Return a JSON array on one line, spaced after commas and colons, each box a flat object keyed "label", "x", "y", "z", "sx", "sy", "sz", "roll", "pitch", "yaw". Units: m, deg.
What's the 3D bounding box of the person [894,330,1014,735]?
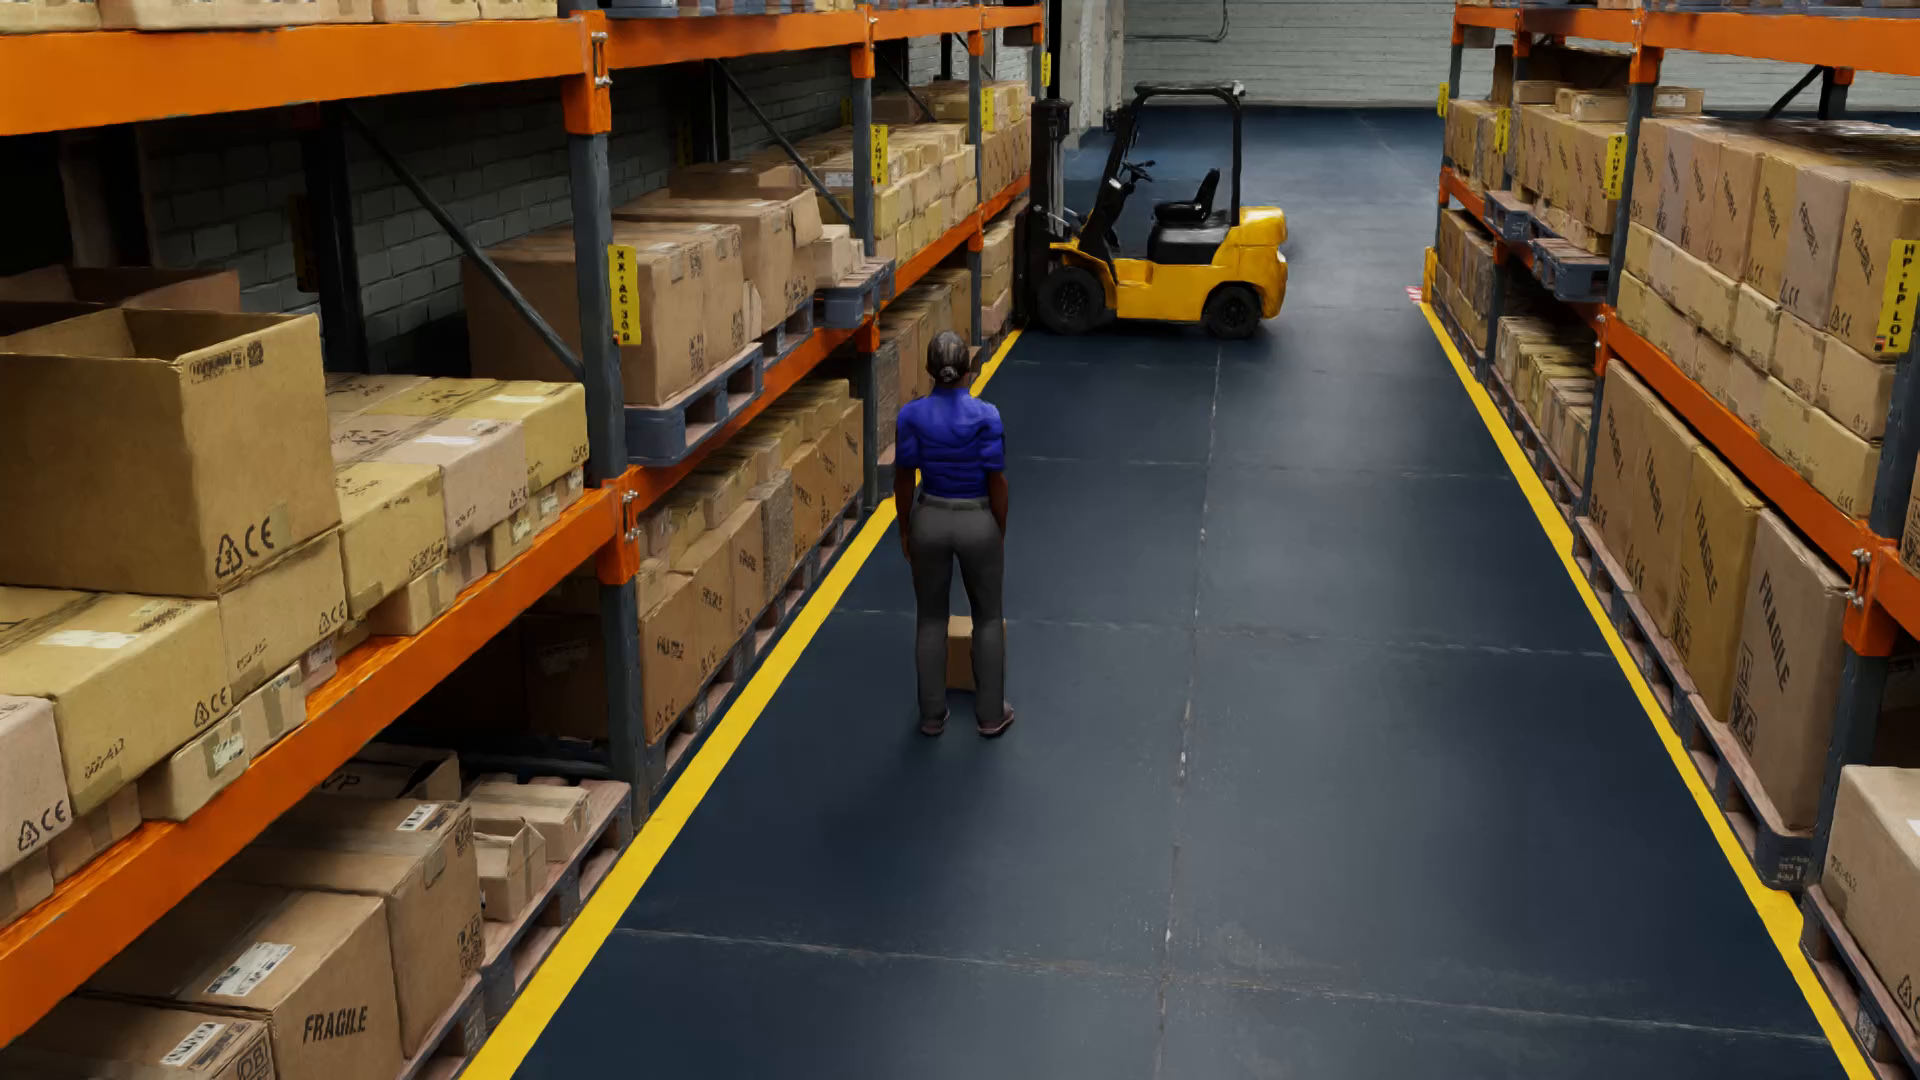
[{"label": "person", "x": -0.022, "y": -0.025, "z": 6.639, "sx": 0.469, "sy": 1.658, "sz": 0.355, "roll": 3, "pitch": 18, "yaw": 10}]
